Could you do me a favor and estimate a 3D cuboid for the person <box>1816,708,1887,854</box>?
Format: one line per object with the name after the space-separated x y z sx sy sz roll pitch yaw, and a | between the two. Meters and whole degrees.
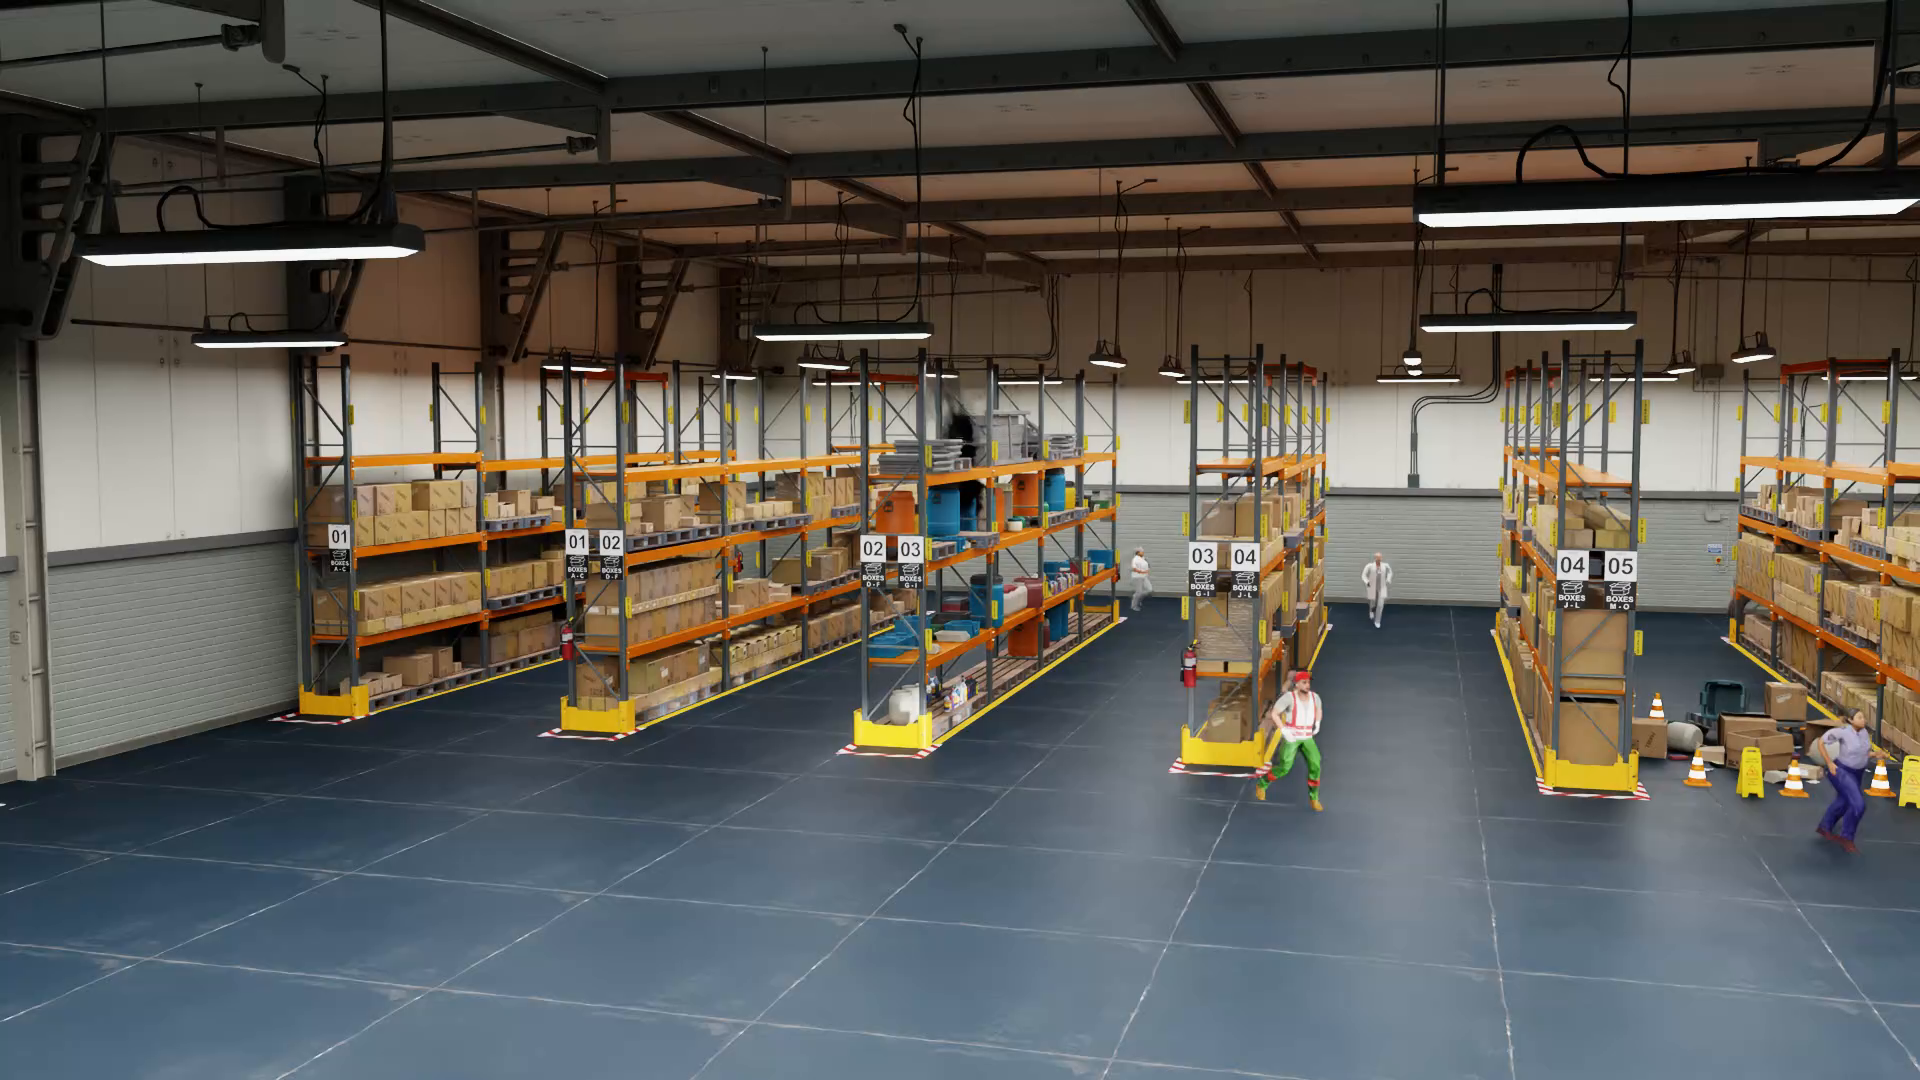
10.247 2.808 19.198 0.601 1.614 0.782 -2 5 -28 | person

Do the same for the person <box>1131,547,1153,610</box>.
4.664 0.985 42.685 0.577 1.629 0.593 4 6 39 | person

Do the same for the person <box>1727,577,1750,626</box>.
17.877 1.317 38.077 0.578 1.681 0.657 1 4 8 | person

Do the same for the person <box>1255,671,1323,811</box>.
4.284 2.551 21.273 0.885 1.778 0.732 -2 5 -23 | person

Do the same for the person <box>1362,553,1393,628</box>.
9.944 1.181 39.633 0.732 1.766 0.847 0 4 6 | person
